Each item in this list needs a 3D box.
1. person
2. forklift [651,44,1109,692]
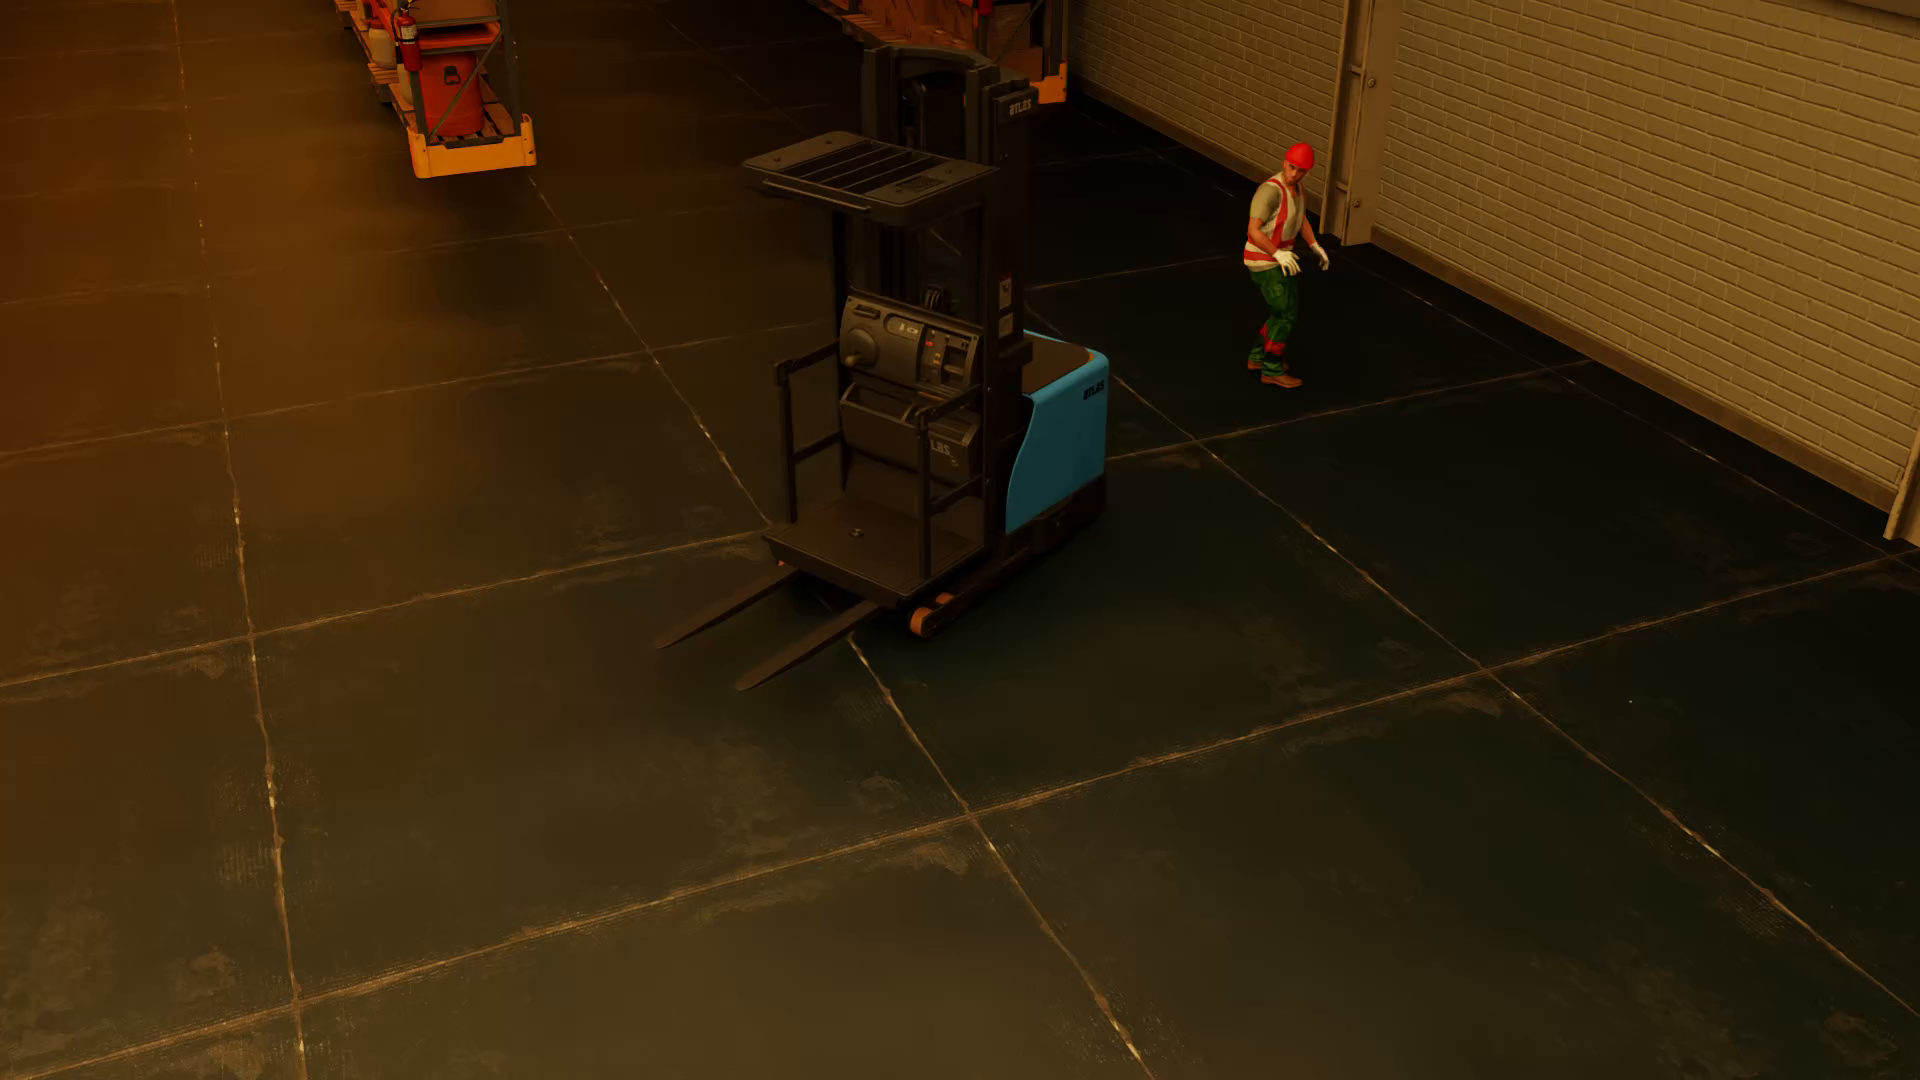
[{"bbox_3d":[2.297,-1.953,11.762,0.518,1.732,0.755,16,33,25],"label":"person"},{"bbox_3d":[-0.411,-1.016,8.896,1.130,2.935,3.031,22,36,33],"label":"forklift"}]
